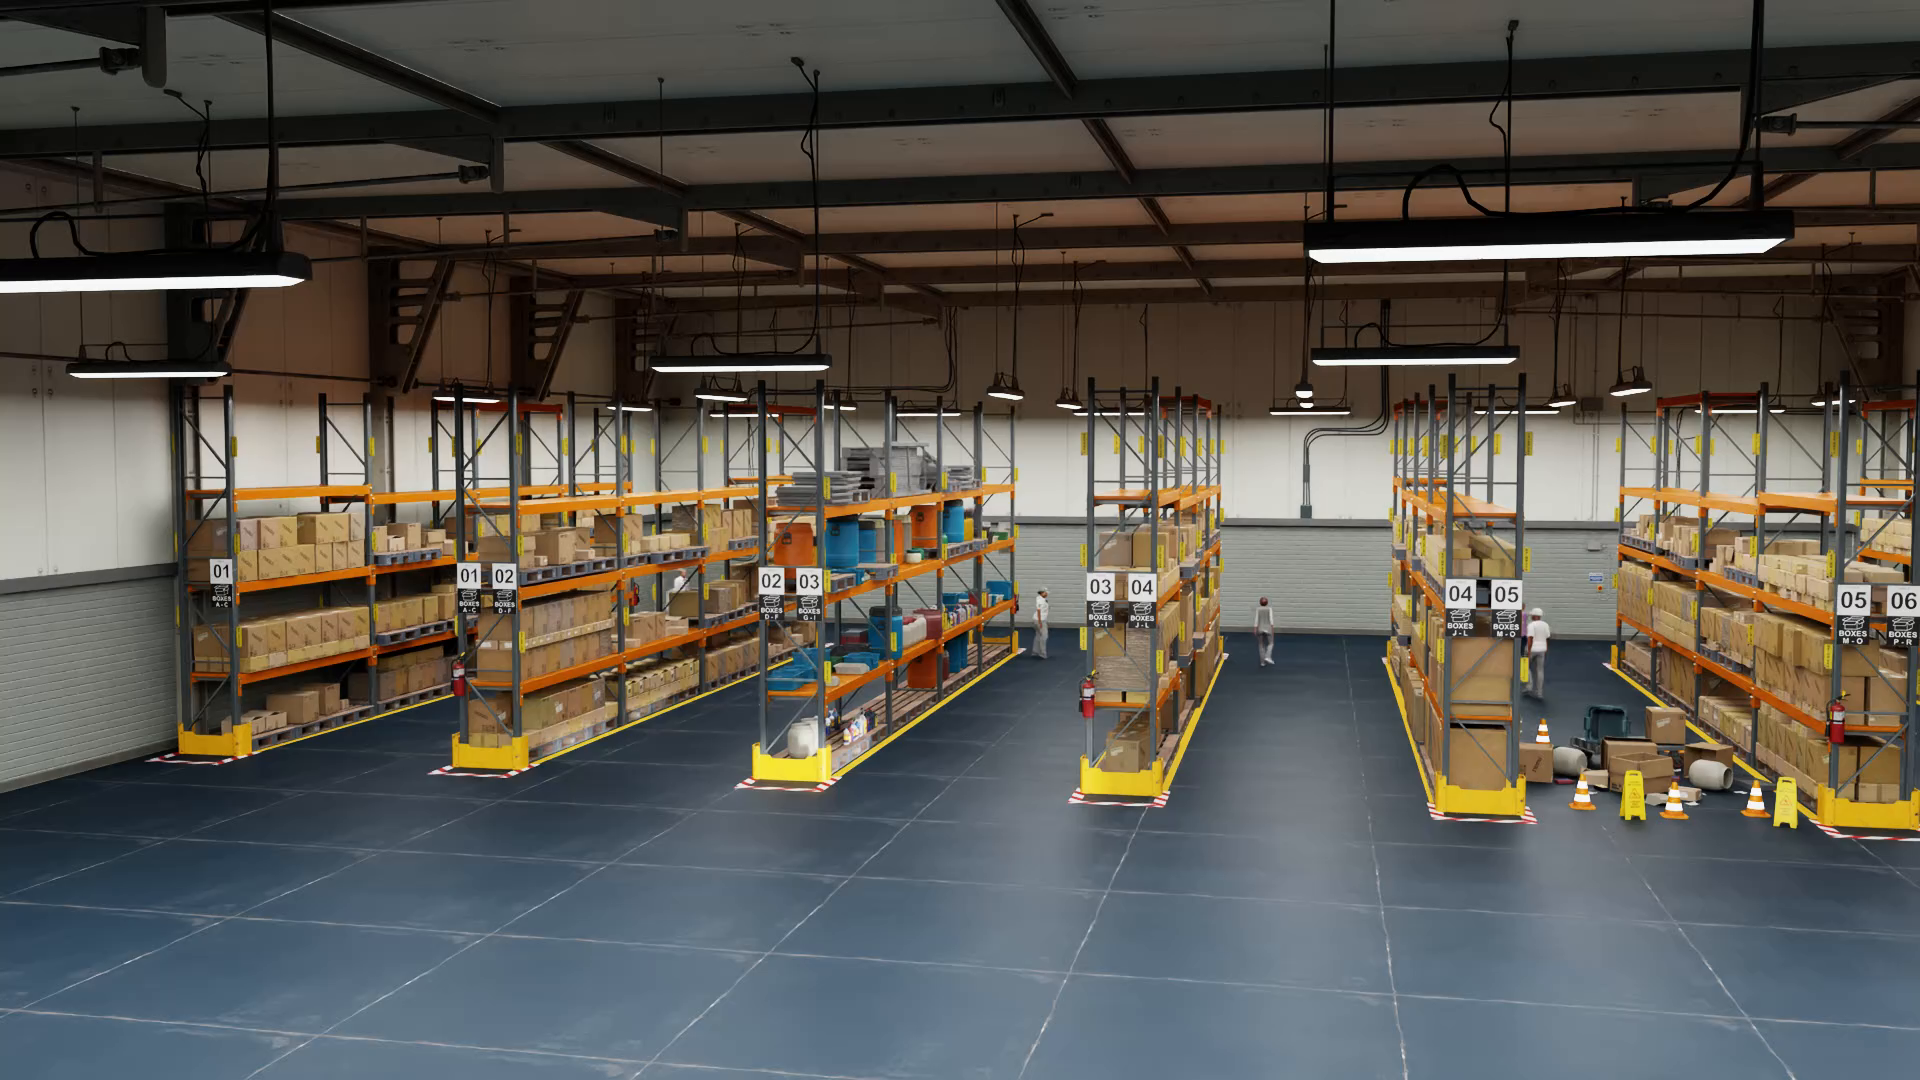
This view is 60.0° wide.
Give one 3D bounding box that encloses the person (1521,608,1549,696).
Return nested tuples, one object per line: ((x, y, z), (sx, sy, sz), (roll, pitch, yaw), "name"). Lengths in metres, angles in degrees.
((11.606, 2.249, 33.394), (0.537, 1.759, 0.570), (0, 3, 1), "person")

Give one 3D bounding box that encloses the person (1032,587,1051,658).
((1.947, 1.970, 39.672), (0.452, 1.711, 0.542), (0, 3, 3), "person")

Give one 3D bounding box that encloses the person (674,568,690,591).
((-7.374, 1.626, 44.116), (0.534, 1.777, 0.610), (1, 3, 16), "person")

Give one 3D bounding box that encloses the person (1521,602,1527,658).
((12.398, 2.154, 36.700), (0.414, 1.596, 0.562), (-1, 3, -16), "person")

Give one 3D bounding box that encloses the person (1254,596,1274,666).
((6.944, 2.088, 37.928), (0.462, 1.596, 0.480), (1, 3, 11), "person")
